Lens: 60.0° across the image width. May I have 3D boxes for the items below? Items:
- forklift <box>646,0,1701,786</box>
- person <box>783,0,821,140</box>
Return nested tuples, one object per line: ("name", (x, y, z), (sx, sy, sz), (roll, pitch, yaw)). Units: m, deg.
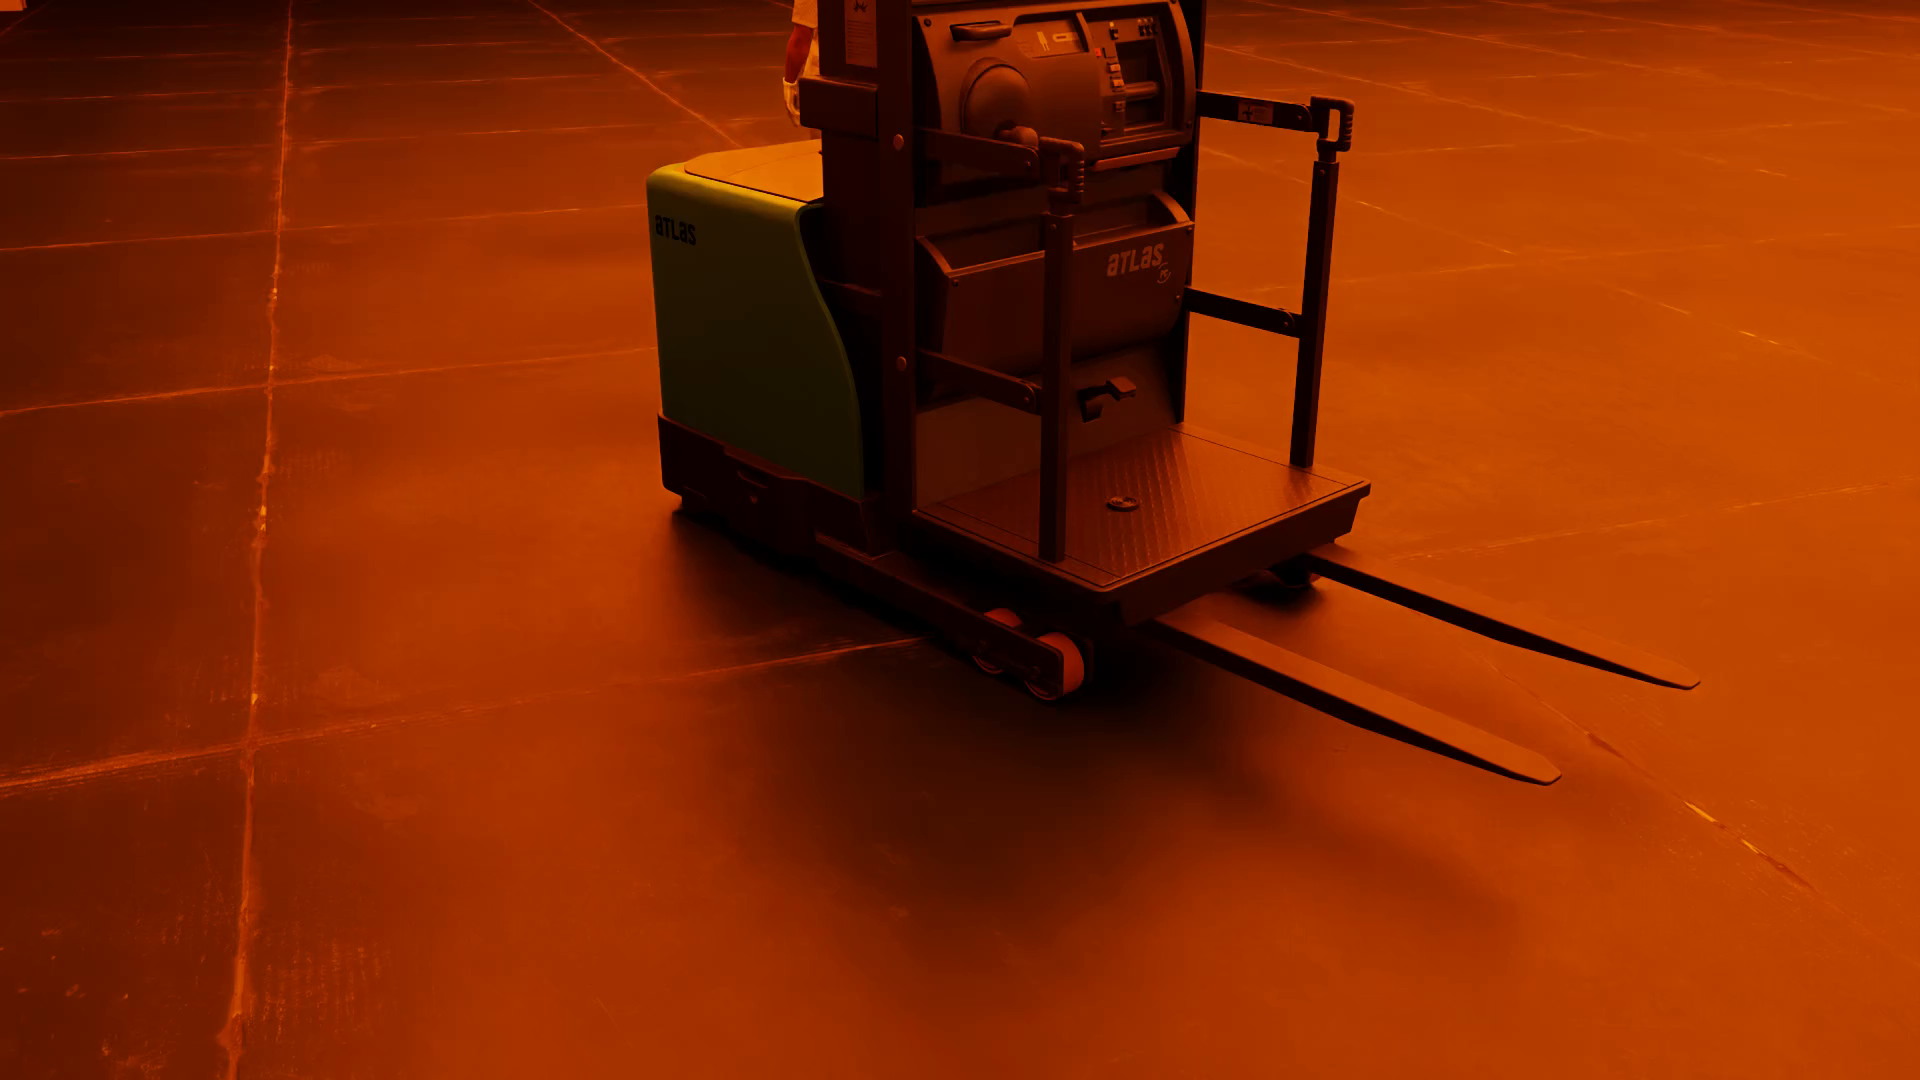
("forklift", (0.409, -1.176, 4.096), (1.130, 2.935, 3.031), (-19, 30, -38))
("person", (-0.566, -2.188, 7.963), (0.656, 1.781, 0.577), (-13, 26, -27))
